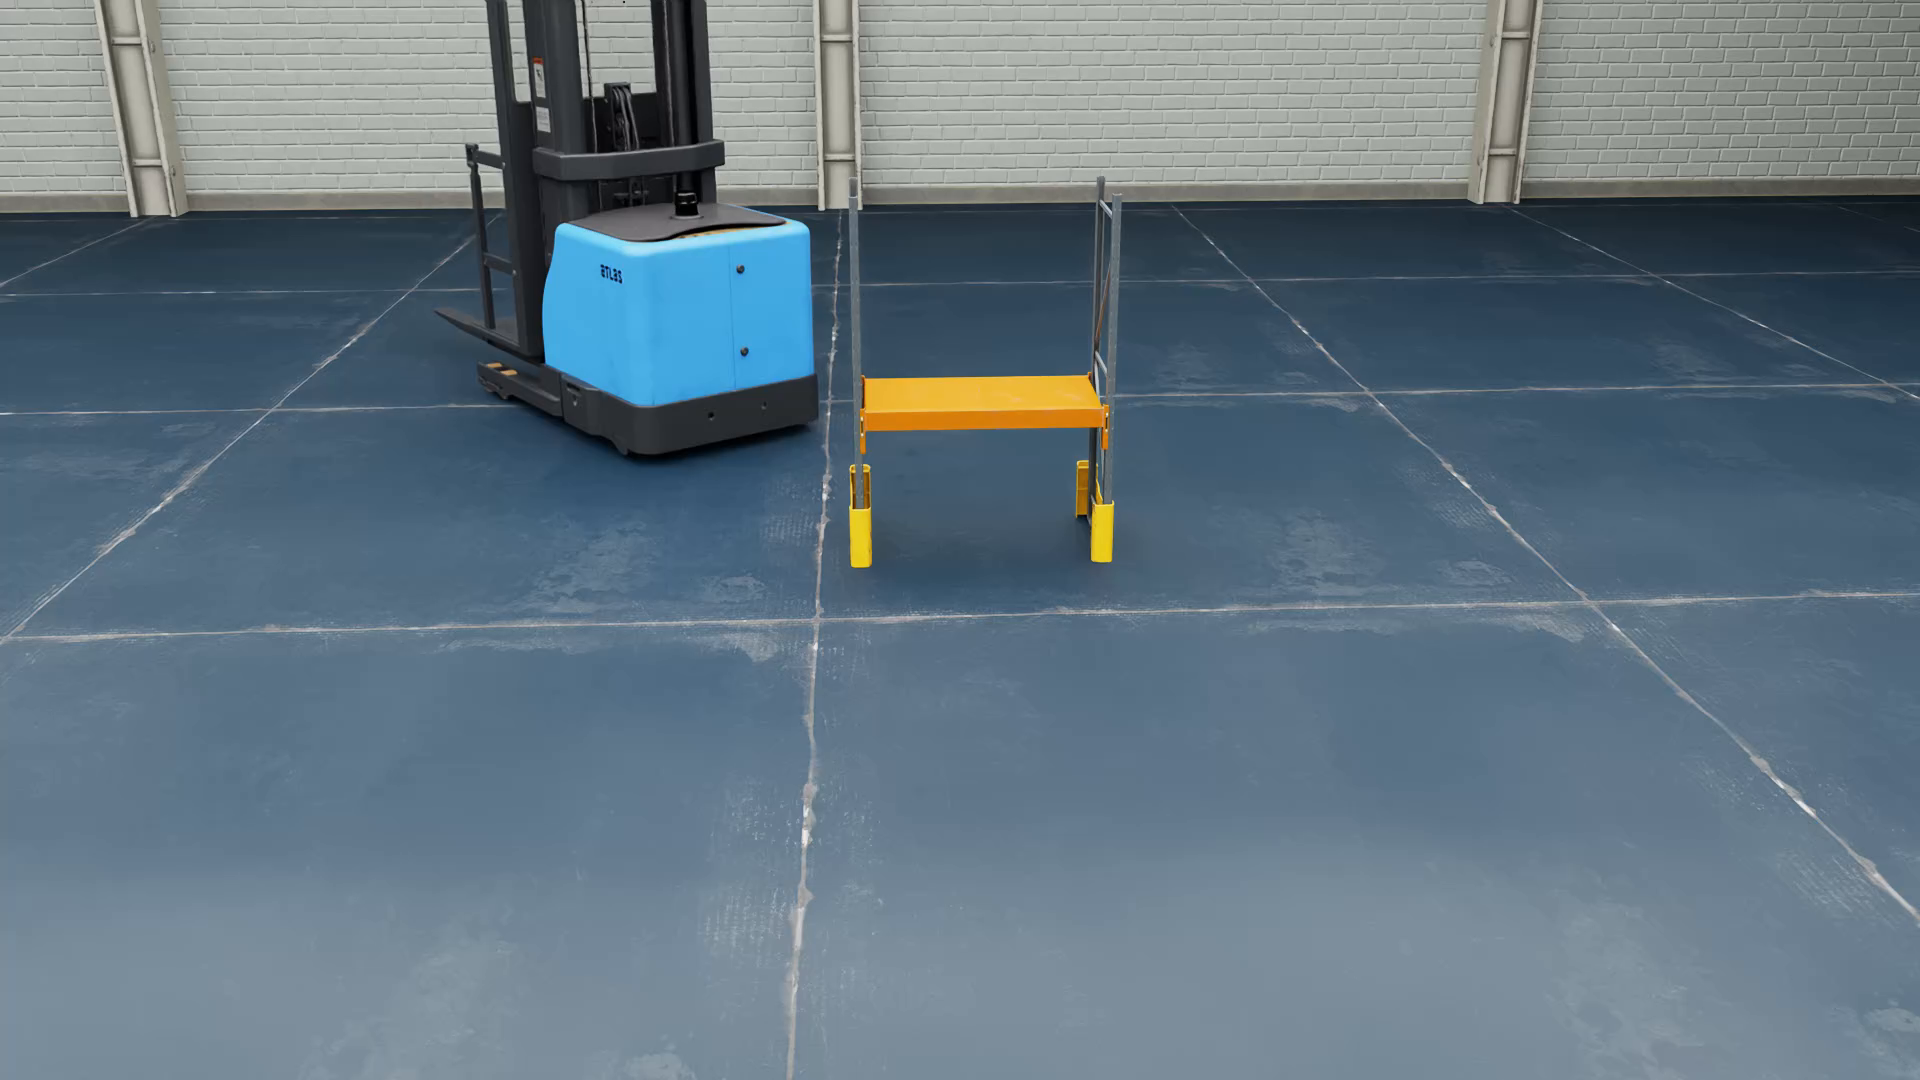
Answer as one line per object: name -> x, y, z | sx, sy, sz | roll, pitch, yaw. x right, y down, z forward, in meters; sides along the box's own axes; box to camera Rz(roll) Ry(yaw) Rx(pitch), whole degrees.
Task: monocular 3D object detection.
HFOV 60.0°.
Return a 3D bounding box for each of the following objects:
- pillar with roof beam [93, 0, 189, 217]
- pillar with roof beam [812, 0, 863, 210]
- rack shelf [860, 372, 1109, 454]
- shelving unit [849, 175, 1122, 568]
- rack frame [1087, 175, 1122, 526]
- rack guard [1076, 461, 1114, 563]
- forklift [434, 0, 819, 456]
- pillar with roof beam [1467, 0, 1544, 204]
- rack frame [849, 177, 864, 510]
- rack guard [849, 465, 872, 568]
pillar with roof beam -> -6.820, -5.562, 9.082 | 0.400, 9.000, 9.100 | -1, 21, -3
pillar with roof beam -> -0.830, -5.684, 9.402 | 0.400, 9.000, 9.100 | -1, 21, -3
rack shelf -> 0.085, -0.535, 6.923 | 1.000, 0.185, 0.538 | -1, 21, -3
shelving unit -> 0.076, -0.702, 6.858 | 1.083, 1.500, 0.587 | -1, 21, -3
rack frame -> 0.593, -0.713, 6.886 | 0.032, 1.500, 0.500 | -1, 21, -3
rack guard -> 0.573, -0.128, 7.107 | 0.087, 0.250, 0.587 | -1, 21, -3
forklift -> -2.037, -2.235, 8.872 | 1.130, 2.935, 3.031 | -16, 26, -35
pillar with roof beam -> 5.160, -5.806, 9.722 | 0.400, 9.000, 9.100 | -1, 21, -3
rack frame -> -0.422, -0.692, 6.832 | 0.032, 1.500, 0.500 | -1, 21, -3
rack guard -> -0.421, -0.108, 7.054 | 0.087, 0.250, 0.587 | -1, 21, -3
